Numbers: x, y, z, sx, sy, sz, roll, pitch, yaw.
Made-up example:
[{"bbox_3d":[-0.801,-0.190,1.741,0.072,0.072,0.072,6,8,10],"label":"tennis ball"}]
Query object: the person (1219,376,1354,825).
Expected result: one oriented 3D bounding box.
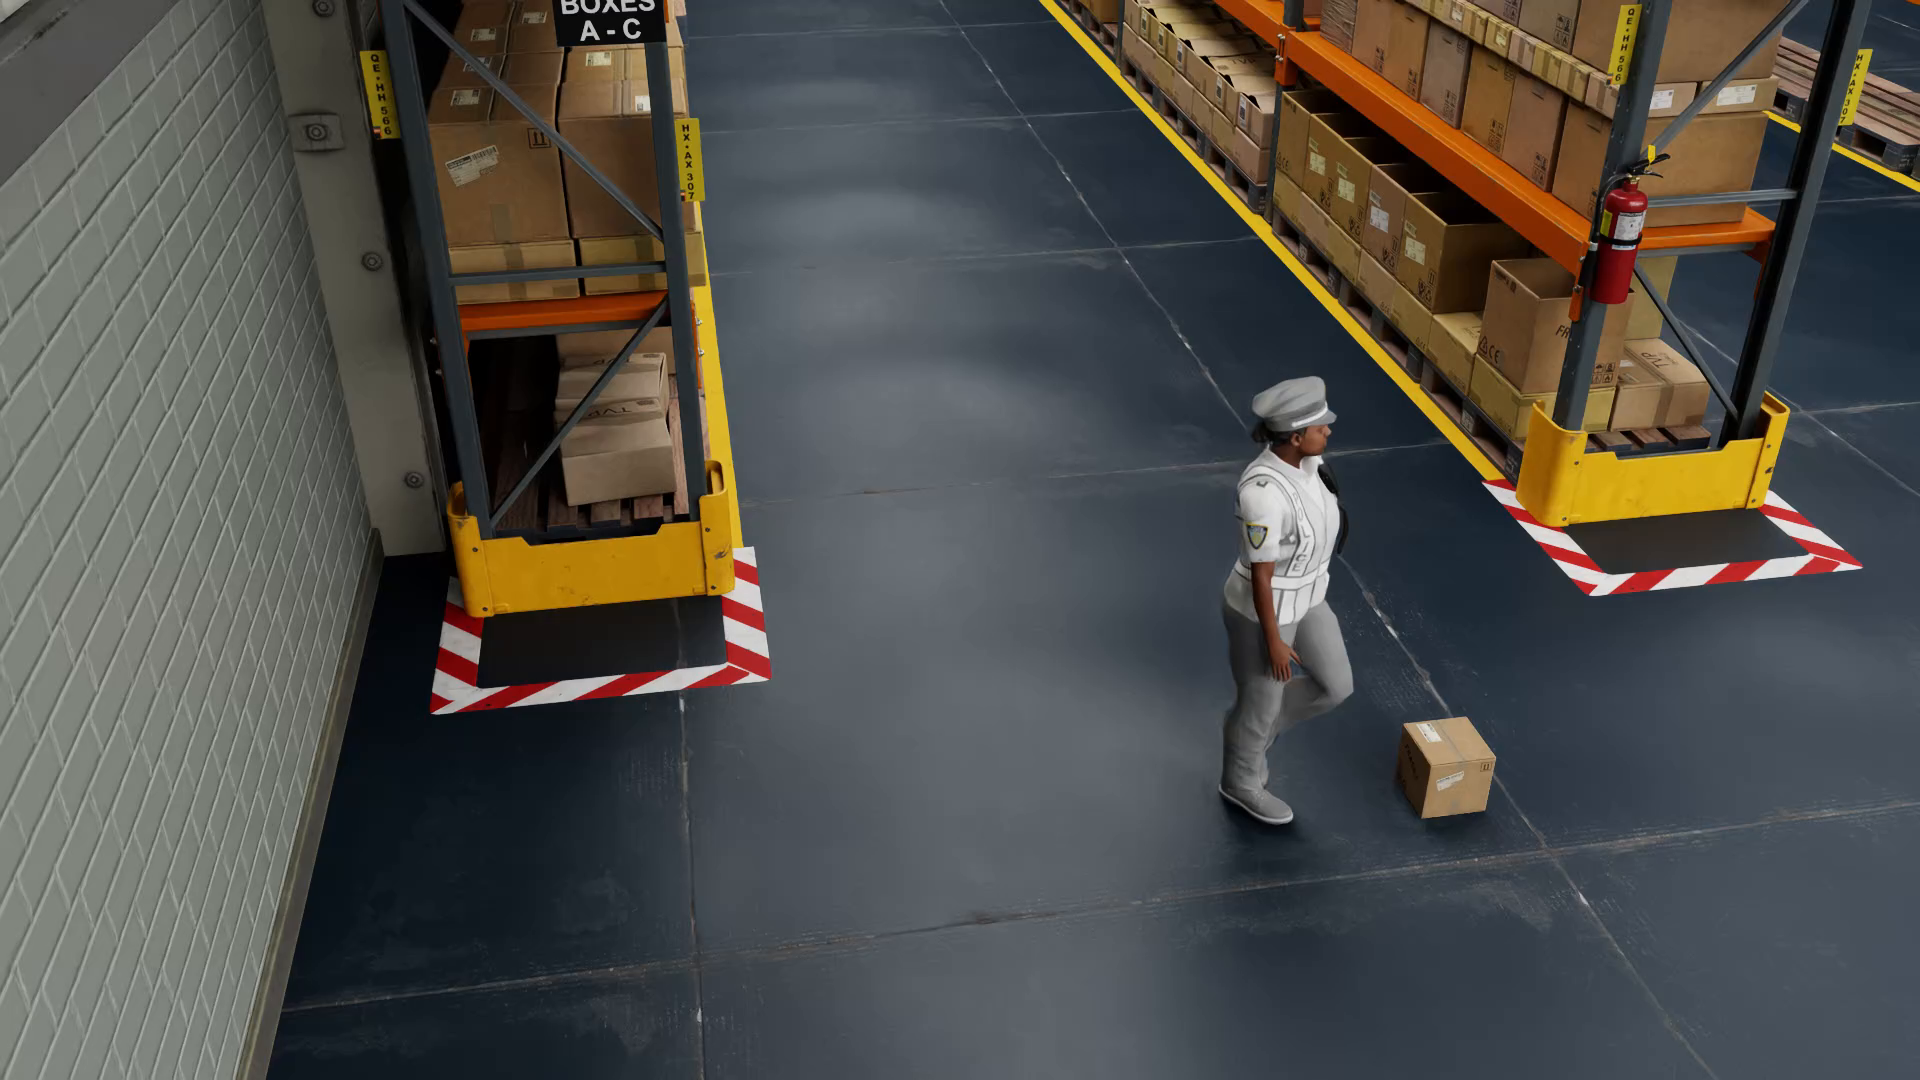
[{"bbox_3d":[1.123,0.236,5.685,0.439,1.688,0.456,23,38,33],"label":"person"}]
